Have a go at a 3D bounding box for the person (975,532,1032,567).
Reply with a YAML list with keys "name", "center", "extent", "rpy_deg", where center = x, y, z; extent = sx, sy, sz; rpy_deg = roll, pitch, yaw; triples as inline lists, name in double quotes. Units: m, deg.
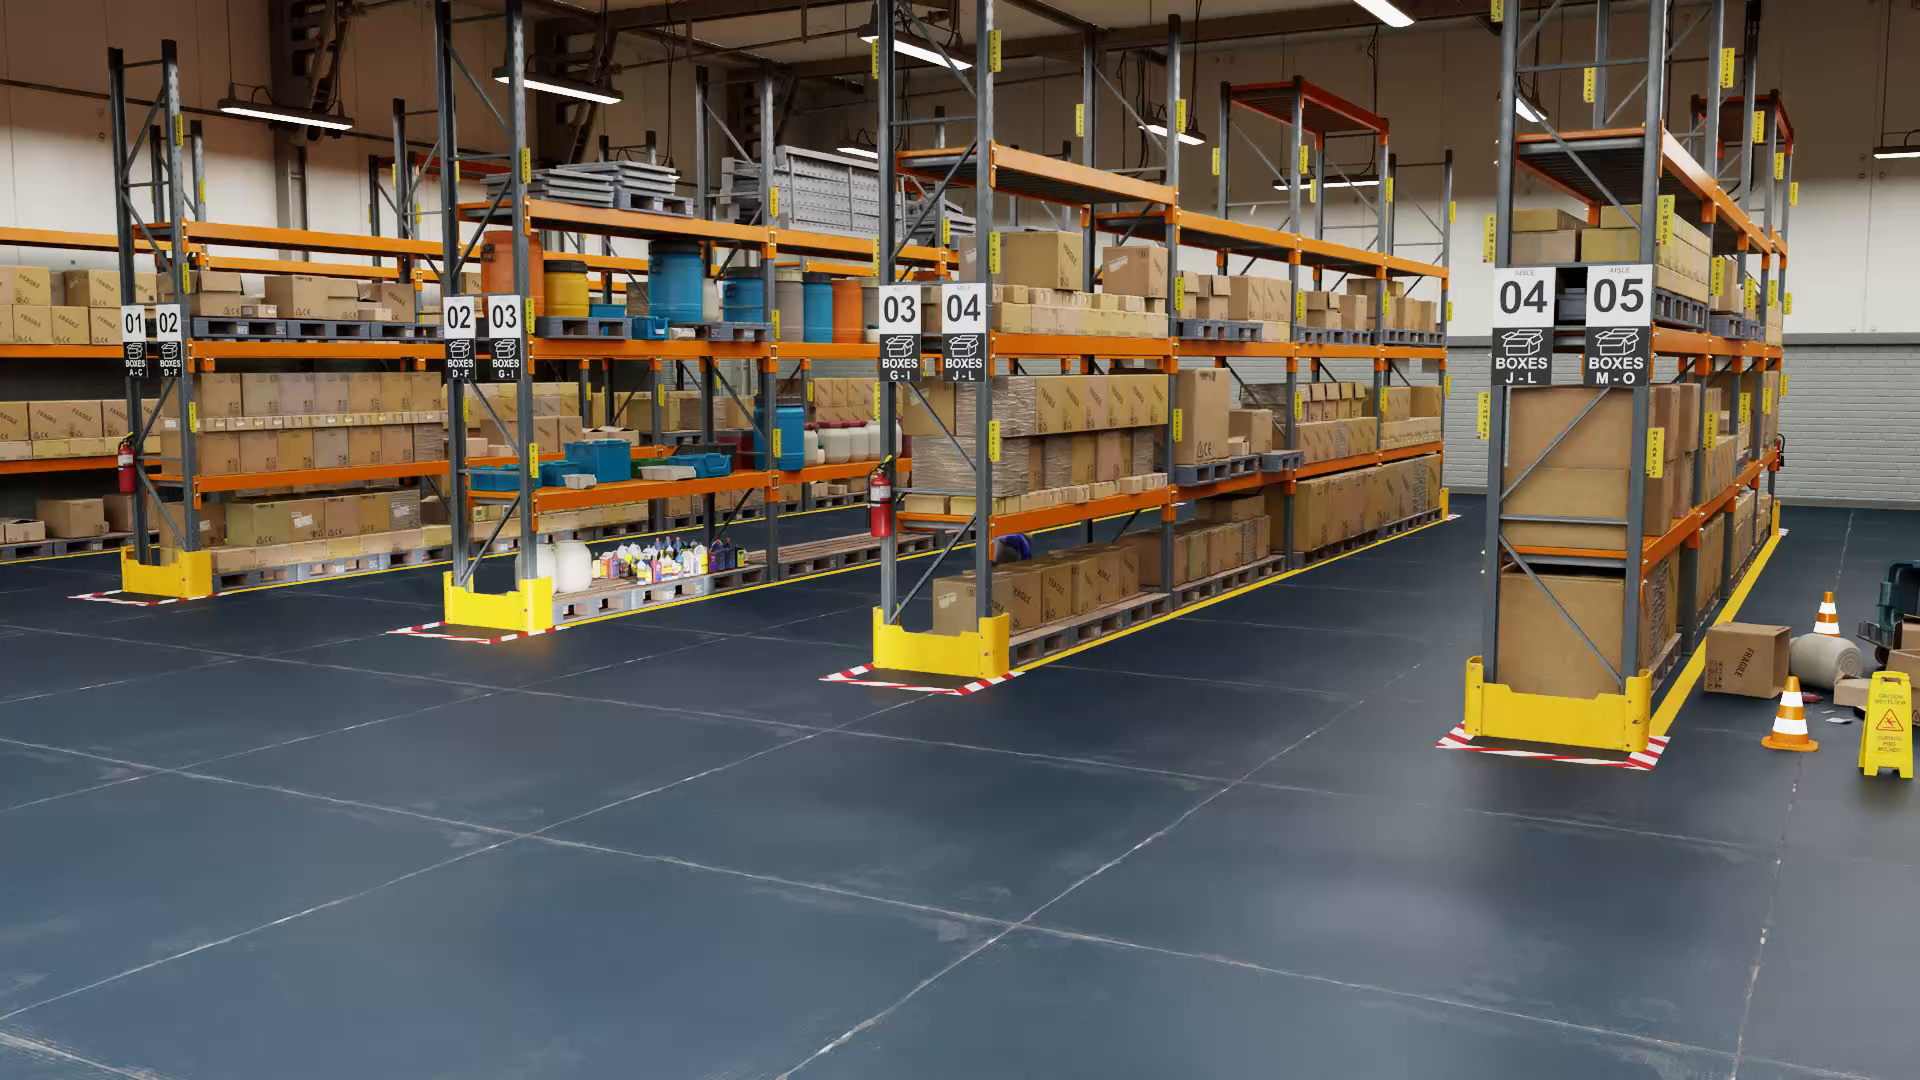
- name: "person"
  center: [0.513, 0.277, 18.165]
  extent: [0.469, 0.766, 0.883]
  rpy_deg: [4, 7, 36]
